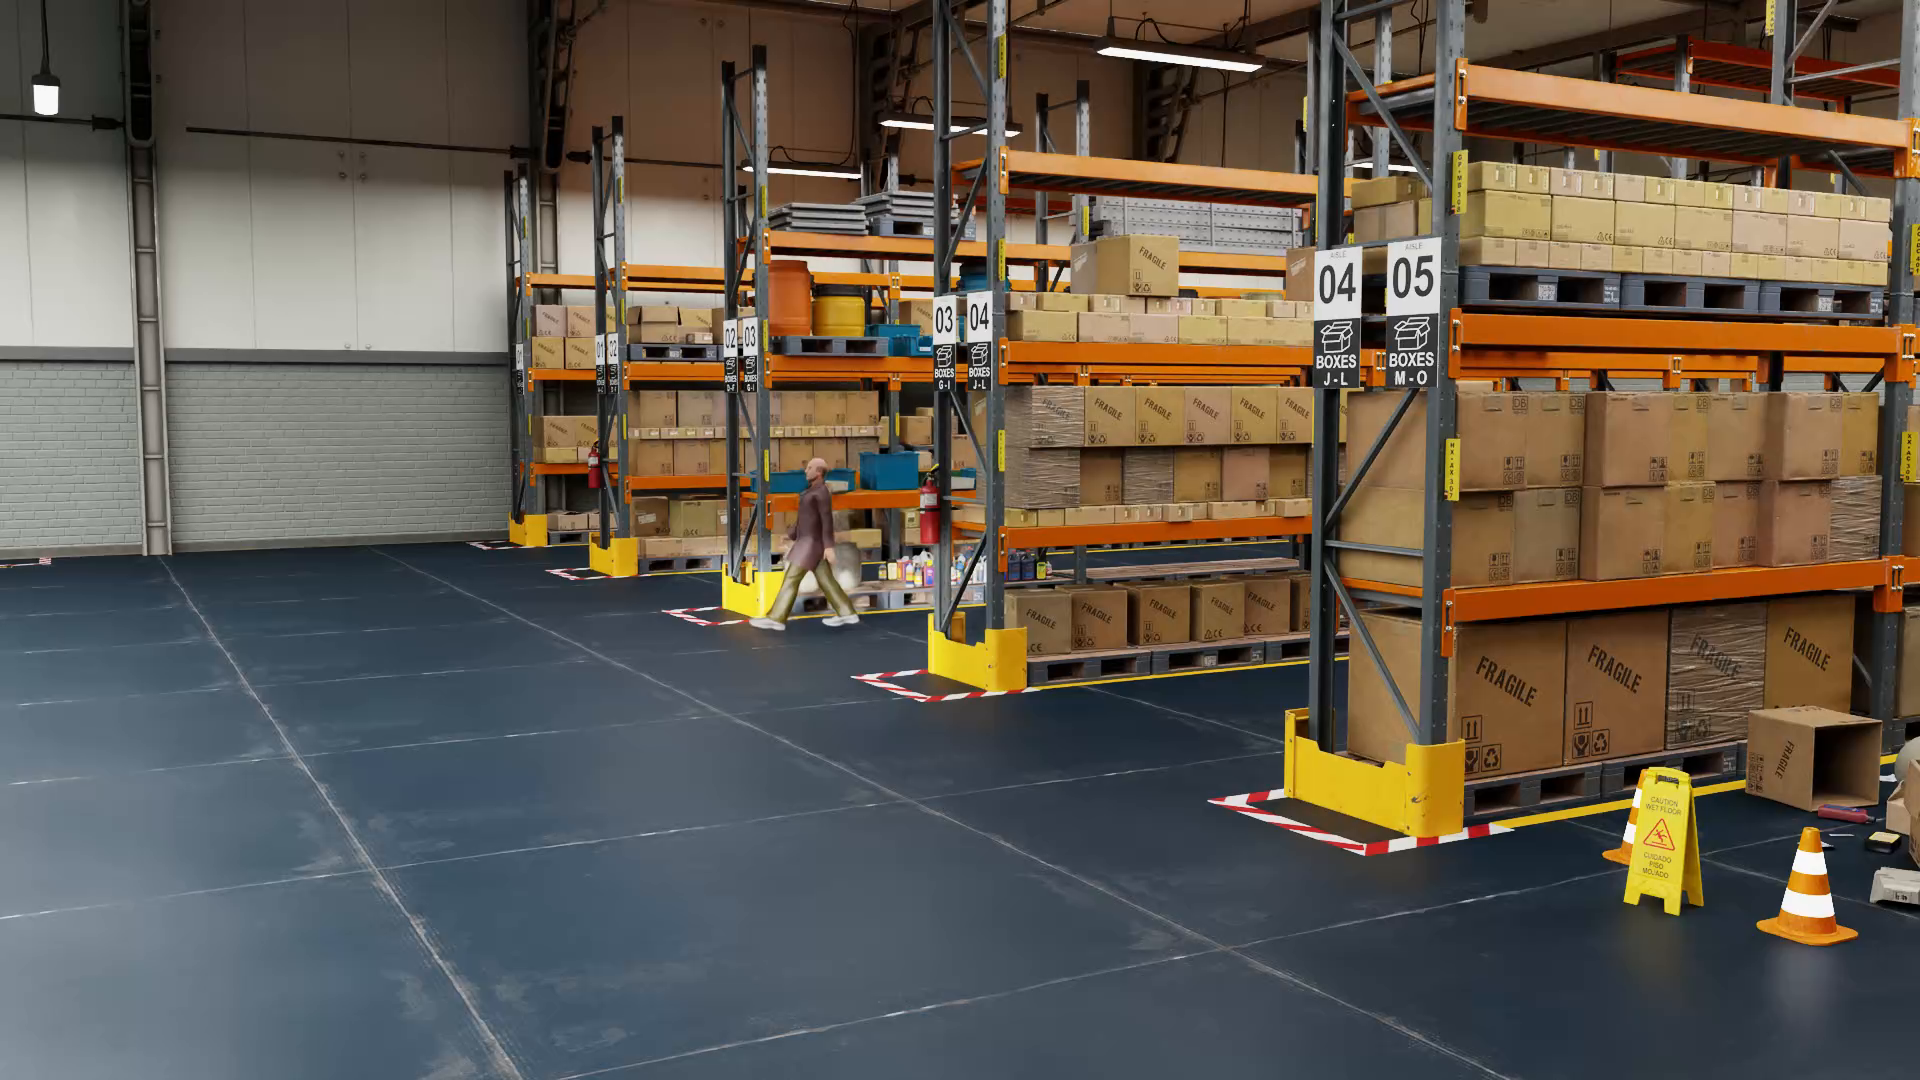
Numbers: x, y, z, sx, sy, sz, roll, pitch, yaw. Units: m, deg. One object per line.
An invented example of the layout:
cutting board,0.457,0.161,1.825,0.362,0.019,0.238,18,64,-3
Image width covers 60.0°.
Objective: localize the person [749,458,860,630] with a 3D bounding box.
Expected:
person,-1.570,0.033,16.740,1.119,1.715,0.571,-1,5,-8
